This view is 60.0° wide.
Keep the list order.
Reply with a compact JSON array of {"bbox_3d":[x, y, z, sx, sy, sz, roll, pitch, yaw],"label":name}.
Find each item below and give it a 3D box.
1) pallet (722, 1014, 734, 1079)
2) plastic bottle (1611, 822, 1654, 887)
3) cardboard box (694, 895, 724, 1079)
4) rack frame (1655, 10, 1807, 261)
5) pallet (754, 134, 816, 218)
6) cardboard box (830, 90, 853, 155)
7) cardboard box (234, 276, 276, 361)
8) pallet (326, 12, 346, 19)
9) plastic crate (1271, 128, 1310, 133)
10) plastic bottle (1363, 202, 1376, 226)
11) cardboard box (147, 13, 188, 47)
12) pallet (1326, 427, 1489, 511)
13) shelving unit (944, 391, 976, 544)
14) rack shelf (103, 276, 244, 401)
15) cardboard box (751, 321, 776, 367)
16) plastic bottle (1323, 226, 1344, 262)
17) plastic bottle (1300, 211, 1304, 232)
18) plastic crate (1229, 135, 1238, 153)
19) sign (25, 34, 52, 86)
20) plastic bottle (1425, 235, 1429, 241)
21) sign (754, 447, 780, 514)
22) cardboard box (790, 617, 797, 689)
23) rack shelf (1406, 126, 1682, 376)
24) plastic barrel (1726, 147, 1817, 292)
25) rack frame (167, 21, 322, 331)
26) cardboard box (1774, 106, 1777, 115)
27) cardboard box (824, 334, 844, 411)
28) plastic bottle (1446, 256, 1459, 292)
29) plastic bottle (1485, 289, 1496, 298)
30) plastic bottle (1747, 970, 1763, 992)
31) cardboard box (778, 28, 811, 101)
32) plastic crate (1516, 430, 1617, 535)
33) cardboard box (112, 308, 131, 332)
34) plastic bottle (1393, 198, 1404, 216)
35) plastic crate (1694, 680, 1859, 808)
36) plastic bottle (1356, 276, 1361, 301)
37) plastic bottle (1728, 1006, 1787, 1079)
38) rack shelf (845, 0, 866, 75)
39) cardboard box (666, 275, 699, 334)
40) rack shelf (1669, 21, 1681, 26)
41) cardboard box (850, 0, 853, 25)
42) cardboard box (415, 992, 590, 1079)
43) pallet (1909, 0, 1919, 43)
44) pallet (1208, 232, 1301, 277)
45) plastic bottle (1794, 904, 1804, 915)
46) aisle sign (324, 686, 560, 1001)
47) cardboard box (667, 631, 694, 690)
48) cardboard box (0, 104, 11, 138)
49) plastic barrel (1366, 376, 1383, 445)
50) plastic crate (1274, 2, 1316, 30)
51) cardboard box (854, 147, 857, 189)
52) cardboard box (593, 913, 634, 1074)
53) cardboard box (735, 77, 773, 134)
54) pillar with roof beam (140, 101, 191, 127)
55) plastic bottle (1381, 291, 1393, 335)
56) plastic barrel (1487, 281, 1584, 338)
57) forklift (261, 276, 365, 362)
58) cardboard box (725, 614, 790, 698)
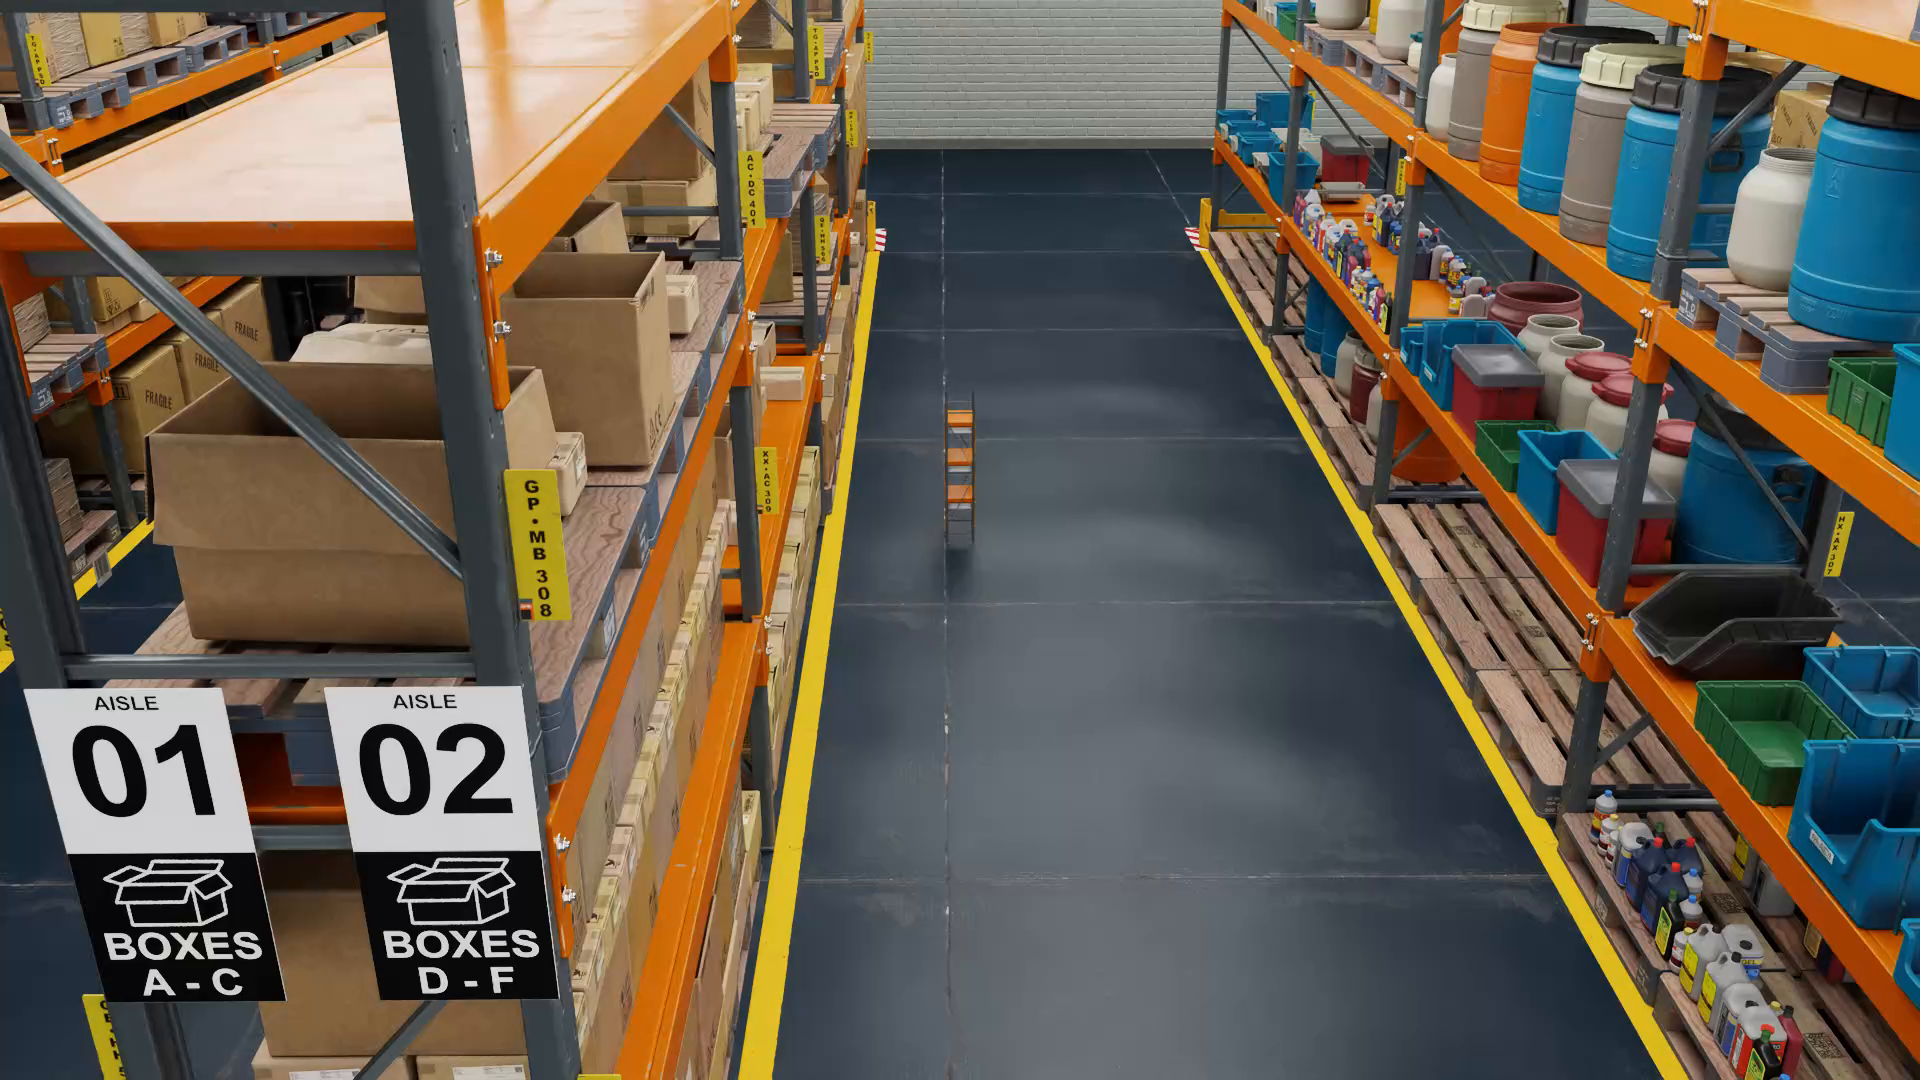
[{"bbox_3d":[-1.449,2.268,6.479,1.003,0.211,1.213,0,24,-1],"label":"pallet"},{"bbox_3d":[3.117,1.452,7.671,0.152,0.276,0.135,1,24,1],"label":"plastic bottle"},{"bbox_3d":[-1.185,1.694,6.282,0.500,0.500,0.500,0,24,-1],"label":"cardboard box"},{"bbox_3d":[3.521,-2.589,6.553,1.000,3.000,0.127,0,24,-1],"label":"rack frame"},{"bbox_3d":[-1.363,-2.023,9.173,1.003,0.211,1.213,1,24,2],"label":"pallet"},{"bbox_3d":[-1.243,-3.827,15.238,0.500,0.500,0.500,0,24,1],"label":"cardboard box"},{"bbox_3d":[-6.335,-2.052,14.745,0.750,0.750,0.750,0,24,0],"label":"cardboard box"},{"bbox_3d":[-6.481,-5.272,16.234,1.003,0.211,1.213,0,24,-1],"label":"pallet"},{"bbox_3d":[3.580,-4.372,18.023,0.396,0.136,0.243,0,24,-1],"label":"plastic crate"},{"bbox_3d":[3.637,-2.892,14.745,0.097,0.201,0.097,0,24,0],"label":"plastic bottle"},{"bbox_3d":[-6.502,-4.128,12.941,0.700,0.500,0.500,-1,24,-2],"label":"cardboard box"},{"bbox_3d":[3.427,-0.557,12.726,1.003,0.211,1.213,0,24,-1],"label":"pallet"},{"bbox_3d":[-0.001,-0.500,11.582,0.215,1.050,0.252,0,24,-1],"label":"shelving unit"},{"bbox_3d":[-6.451,-1.955,13.306,1.077,0.370,4.000,0,24,-1],"label":"rack shelf"},{"bbox_3d":[-1.515,-1.292,11.075,0.500,0.311,0.500,1,24,3],"label":"cardboard box"},{"bbox_3d":[3.071,-2.426,13.623,0.152,0.276,0.135,0,24,-1],"label":"plastic bottle"},{"bbox_3d":[3.032,-2.806,14.554,0.097,0.201,0.097,0,24,0],"label":"plastic bottle"},{"bbox_3d":[2.992,-4.192,17.625,0.250,0.136,0.298,0,24,-1],"label":"plastic crate"},{"bbox_3d":[-5.886,-3.063,10.614,0.100,0.325,0.005,0,24,-1],"label":"sign"},{"bbox_3d":[3.744,-2.320,13.395,0.097,0.271,0.097,0,24,0],"label":"plastic bottle"},{"bbox_3d":[-0.877,-0.268,7.556,0.100,0.325,0.005,0,24,-1],"label":"sign"},{"bbox_3d":[-1.201,0.636,9.531,0.500,0.250,0.500,-1,24,-2],"label":"cardboard box"},{"bbox_3d":[3.499,-1.718,9.142,1.077,0.370,4.000,0,24,-1],"label":"rack shelf"},{"bbox_3d":[3.330,-1.286,6.668,0.421,0.512,0.421,0,24,0],"label":"plastic barrel"},{"bbox_3d":[-6.472,-3.107,14.980,1.000,3.000,0.127,0,24,-1],"label":"rack frame"},{"bbox_3d":[8.619,-4.482,17.840,0.500,0.250,0.500,-1,24,-1],"label":"cardboard box"},{"bbox_3d":[-1.217,-1.370,13.640,0.500,0.500,0.500,-1,24,-2],"label":"cardboard box"},{"bbox_3d":[3.812,-2.053,12.806,0.097,0.271,0.097,0,24,0],"label":"plastic bottle"},{"bbox_3d":[3.822,-1.672,11.964,0.097,0.271,0.097,0,24,0],"label":"plastic bottle"},{"bbox_3d":[3.244,1.865,6.848,0.097,0.201,0.097,0,24,0],"label":"plastic bottle"},{"bbox_3d":[-1.519,-3.285,11.611,0.910,0.500,0.500,0,24,-1],"label":"cardboard box"},{"bbox_3d":[3.198,-0.301,8.795,0.392,0.384,0.575,0,24,-1],"label":"plastic crate"},{"bbox_3d":[-6.195,-1.594,11.915,0.380,0.149,0.250,0,24,0],"label":"cardboard box"},{"bbox_3d":[3.771,-2.752,14.254,0.144,0.351,0.185,0,24,-1],"label":"plastic bottle"},{"bbox_3d":[3.254,0.802,6.594,0.450,0.188,0.662,0,24,-1],"label":"plastic crate"},{"bbox_3d":[3.056,-1.921,12.598,0.097,0.201,0.097,0,24,0],"label":"plastic bottle"},{"bbox_3d":[3.131,1.975,6.515,0.152,0.276,0.135,0,24,0],"label":"plastic bottle"},{"bbox_3d":[-1.541,-4.994,16.385,1.077,0.370,4.000,0,24,-1],"label":"rack shelf"},{"bbox_3d":[-1.145,-0.846,5.966,0.380,0.149,0.250,0,24,-1],"label":"cardboard box"},{"bbox_3d":[8.365,-5.037,16.480,1.077,0.370,4.000,0,24,-1],"label":"rack shelf"},{"bbox_3d":[-1.282,-5.043,15.802,0.500,0.250,0.500,0,24,-1],"label":"cardboard box"},{"bbox_3d":[-1.177,1.310,4.305,0.380,0.149,0.250,0,24,-1],"label":"cardboard box"},{"bbox_3d":[3.574,-1.477,4.810,1.003,0.211,1.213,0,24,-1],"label":"pallet"},{"bbox_3d":[3.361,-3.189,18.546,1.003,0.211,1.213,0,24,-1],"label":"pallet"},{"bbox_3d":[3.819,1.495,7.486,0.144,0.351,0.185,-1,24,-3],"label":"plastic bottle"},{"bbox_3d":[-1.081,0.655,3.507,0.394,0.787,0.004,0,24,-1],"label":"aisle sign"},{"bbox_3d":[-1.202,0.459,6.187,0.380,0.149,0.250,0,24,1],"label":"cardboard box"},{"bbox_3d":[-6.151,-2.499,10.078,0.500,0.311,0.500,0,24,-1],"label":"cardboard box"},{"bbox_3d":[3.360,-0.995,12.819,0.421,0.512,0.421,0,24,0],"label":"plastic barrel"},{"bbox_3d":[3.105,-4.816,15.321,0.416,0.233,0.300,0,24,-1],"label":"plastic crate"},{"bbox_3d":[-1.261,-3.599,15.945,0.500,0.500,0.500,0,24,0],"label":"cardboard box"},{"bbox_3d":[-1.391,1.360,4.983,0.700,0.500,0.500,0,24,1],"label":"cardboard box"},{"bbox_3d":[-1.390,-2.570,9.824,0.500,0.250,0.500,0,24,1],"label":"cardboard box"},{"bbox_3d":[-3.040,-6.144,14.416,9.100,9.000,0.400,0,24,-1],"label":"pillar with roof beam"},{"bbox_3d":[3.047,-1.615,11.822,0.061,0.283,0.133,0,24,-1],"label":"plastic bottle"},{"bbox_3d":[3.786,-1.375,10.986,0.600,0.536,0.708,0,24,-1],"label":"plastic barrel"},{"bbox_3d":[-3.125,-0.588,9.493,1.130,2.935,3.031,-1,24,-1],"label":"forklift"},{"bbox_3d":[-1.187,0.594,8.943,0.500,0.311,0.500,-1,24,-1],"label":"cardboard box"}]
